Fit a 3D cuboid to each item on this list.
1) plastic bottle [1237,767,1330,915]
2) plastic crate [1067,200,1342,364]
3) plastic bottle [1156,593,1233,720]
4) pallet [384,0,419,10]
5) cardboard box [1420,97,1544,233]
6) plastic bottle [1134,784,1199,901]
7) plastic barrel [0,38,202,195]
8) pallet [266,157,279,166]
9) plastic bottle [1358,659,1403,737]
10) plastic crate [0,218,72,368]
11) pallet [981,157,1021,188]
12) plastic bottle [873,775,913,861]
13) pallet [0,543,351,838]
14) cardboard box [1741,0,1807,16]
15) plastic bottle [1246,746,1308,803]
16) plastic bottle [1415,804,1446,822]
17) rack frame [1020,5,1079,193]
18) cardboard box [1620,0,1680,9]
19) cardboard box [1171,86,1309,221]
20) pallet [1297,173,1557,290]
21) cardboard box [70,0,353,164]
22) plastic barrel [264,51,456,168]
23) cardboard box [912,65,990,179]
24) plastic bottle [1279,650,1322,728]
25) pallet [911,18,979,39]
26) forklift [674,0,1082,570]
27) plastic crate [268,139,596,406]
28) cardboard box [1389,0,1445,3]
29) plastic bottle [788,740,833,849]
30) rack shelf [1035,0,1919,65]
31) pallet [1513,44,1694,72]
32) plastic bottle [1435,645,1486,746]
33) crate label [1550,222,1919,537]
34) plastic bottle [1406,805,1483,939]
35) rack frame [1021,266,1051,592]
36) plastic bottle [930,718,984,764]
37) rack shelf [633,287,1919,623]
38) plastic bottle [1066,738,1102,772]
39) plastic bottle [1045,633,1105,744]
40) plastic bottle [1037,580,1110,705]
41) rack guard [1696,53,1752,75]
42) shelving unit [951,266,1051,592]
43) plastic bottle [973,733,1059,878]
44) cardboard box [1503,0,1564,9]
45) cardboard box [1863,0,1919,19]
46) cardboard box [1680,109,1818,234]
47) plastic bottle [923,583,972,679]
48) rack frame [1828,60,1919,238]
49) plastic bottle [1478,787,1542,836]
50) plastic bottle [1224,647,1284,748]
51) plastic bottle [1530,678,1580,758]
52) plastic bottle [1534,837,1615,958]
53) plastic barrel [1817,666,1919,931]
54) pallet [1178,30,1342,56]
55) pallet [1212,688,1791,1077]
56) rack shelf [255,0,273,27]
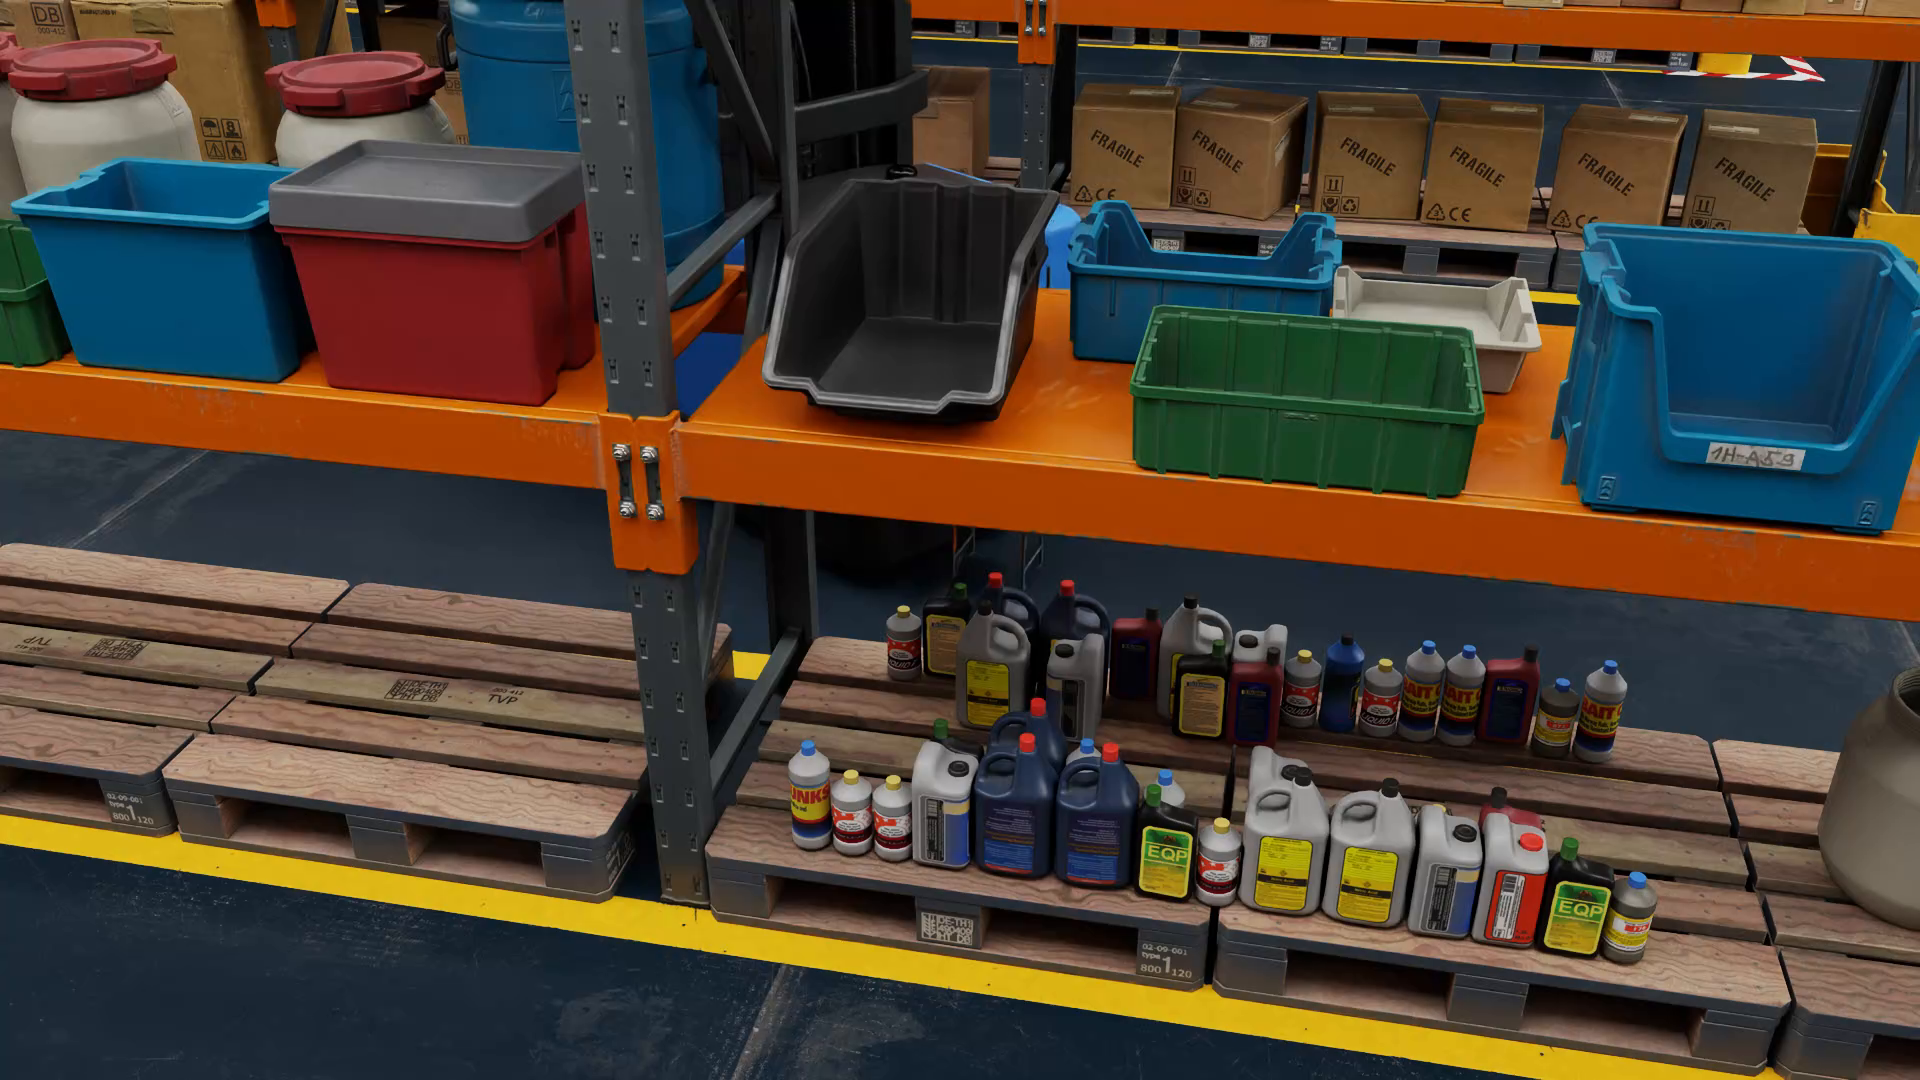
[{"bbox_3d":[0.730,0.658,3.725,0.185,0.351,0.144,6,29,10],"label":"plastic bottle"},{"bbox_3d":[0.565,-0.600,3.877,0.616,0.251,0.499,6,29,11],"label":"plastic crate"},{"bbox_3d":[0.620,0.301,4.377,0.185,0.351,0.144,6,29,10],"label":"plastic bottle"},{"bbox_3d":[-4.270,-4.674,14.068,1.213,0.211,1.003,6,29,11],"label":"pallet"},{"bbox_3d":[2.565,-1.847,8.166,0.500,0.500,0.500,9,30,15],"label":"cardboard box"},{"bbox_3d":[0.467,0.681,3.753,0.133,0.283,0.061,7,30,13],"label":"plastic bottle"},{"bbox_3d":[-2.181,-0.981,4.276,0.433,0.535,0.433,0,29,0],"label":"plastic barrel"},{"bbox_3d":[-4.206,-2.267,9.671,1.213,0.211,1.003,6,29,11],"label":"pallet"},{"bbox_3d":[1.100,0.404,4.344,0.097,0.201,0.097,0,29,0],"label":"plastic bottle"},{"bbox_3d":[-2.336,-0.598,3.939,0.662,0.188,0.450,6,29,11],"label":"plastic crate"},{"bbox_3d":[-0.301,-1.829,8.871,1.213,0.211,1.003,6,29,11],"label":"pallet"},{"bbox_3d":[-0.155,0.644,3.906,0.097,0.201,0.097,0,29,0],"label":"plastic bottle"},{"bbox_3d":[-2.546,0.393,4.813,1.213,0.211,1.003,6,29,11],"label":"pallet"},{"bbox_3d":[3.551,-2.421,7.311,0.250,0.149,0.380,6,29,11],"label":"cardboard box"},{"bbox_3d":[0.736,0.618,3.875,0.135,0.276,0.152,6,29,11],"label":"plastic bottle"},{"bbox_3d":[1.082,0.696,3.811,0.097,0.201,0.097,0,29,0],"label":"plastic bottle"},{"bbox_3d":[0.461,-2.975,8.060,0.127,3.000,1.000,6,29,11],"label":"rack frame"},{"bbox_3d":[3.074,-2.498,7.451,0.250,0.149,0.380,6,29,11],"label":"cardboard box"},{"bbox_3d":[1.405,-1.950,8.353,0.500,0.500,0.500,16,32,26],"label":"cardboard box"},{"bbox_3d":[2.322,-1.580,8.415,1.213,0.211,1.003,6,29,11],"label":"pallet"},{"bbox_3d":[-4.122,-2.707,9.346,0.875,0.875,1.225,5,29,8],"label":"cardboard box"},{"bbox_3d":[-1.463,-0.907,4.142,0.433,0.535,0.433,0,29,0],"label":"plastic barrel"},{"bbox_3d":[-0.135,-2.143,8.685,0.500,0.500,0.700,4,29,7],"label":"cardboard box"},{"bbox_3d":[0.899,0.384,4.381,0.097,0.201,0.097,0,29,0],"label":"plastic bottle"},{"bbox_3d":[-0.372,-4.234,13.264,1.213,0.211,1.003,6,29,11],"label":"pallet"},{"bbox_3d":[-0.946,-1.806,5.997,1.130,2.935,3.031,-24,37,-37],"label":"forklift"},{"bbox_3d":[-1.111,-0.582,3.622,0.583,0.464,0.402,6,29,11],"label":"plastic crate"},{"bbox_3d":[2.078,-2.558,7.560,0.250,0.149,0.380,6,29,11],"label":"cardboard box"},{"bbox_3d":[-0.353,0.593,3.926,0.097,0.271,0.097,0,29,0],"label":"plastic bottle"},{"bbox_3d":[2.417,-2.459,7.866,4.000,0.370,1.077,6,29,11],"label":"rack shelf"},{"bbox_3d":[4.709,-3.713,12.312,1.213,0.211,1.003,6,29,11],"label":"pallet"},{"bbox_3d":[1.295,0.394,4.290,0.097,0.271,0.097,0,29,0],"label":"plastic bottle"},{"bbox_3d":[1.482,-0.321,3.175,0.616,0.435,0.502,6,29,11],"label":"crate label"},{"bbox_3d":[1.074,0.724,3.682,0.135,0.276,0.152,5,29,9],"label":"plastic bottle"},{"bbox_3d":[0.239,-0.333,5.266,0.008,1.050,0.200,11,30,18],"label":"rack frame"},{"bbox_3d":[-0.010,0.557,3.979,0.133,0.283,0.061,6,29,11],"label":"plastic bottle"},{"bbox_3d":[1.382,-0.133,3.618,4.000,0.370,1.077,6,29,11],"label":"rack shelf"},{"bbox_3d":[0.296,0.589,3.934,0.097,0.271,0.097,0,29,0],"label":"plastic bottle"},{"bbox_3d":[0.298,0.374,4.322,0.135,0.276,0.152,6,29,11],"label":"plastic bottle"},{"bbox_3d":[0.304,0.269,4.436,0.185,0.351,0.144,4,29,8],"label":"plastic bottle"},{"bbox_3d":[5.531,-3.794,12.159,0.348,0.500,1.175,6,29,11],"label":"rack guard"},{"bbox_3d":[0.125,-0.355,5.304,0.252,1.050,0.215,11,30,18],"label":"shelving unit"},{"bbox_3d":[0.129,0.596,3.838,0.185,0.351,0.144,7,29,12],"label":"plastic bottle"},{"bbox_3d":[2.562,-2.496,7.447,0.250,0.149,0.380,6,29,11],"label":"cardboard box"},{"bbox_3d":[4.051,-2.395,7.263,0.250,0.149,0.380,6,29,11],"label":"cardboard box"},{"bbox_3d":[3.765,-1.732,7.955,0.500,0.500,0.500,11,31,20],"label":"cardboard box"},{"bbox_3d":[-0.034,0.243,4.553,0.133,0.283,0.061,7,30,13],"label":"plastic bottle"},{"bbox_3d":[4.373,-2.574,7.327,0.127,3.000,1.000,6,29,11],"label":"rack frame"},{"bbox_3d":[1.232,0.684,3.747,0.133,0.283,0.061,6,29,11],"label":"plastic bottle"},{"bbox_3d":[0.756,0.399,4.268,0.133,0.283,0.061,6,29,11],"label":"plastic bottle"},{"bbox_3d":[1.529,0.448,4.263,0.097,0.201,0.097,0,29,0],"label":"plastic bottle"},{"bbox_3d":[1.333,0.770,3.591,0.133,0.283,0.061,7,29,12],"label":"plastic bottle"},{"bbox_3d":[2.189,0.579,3.722,0.421,0.512,0.421,0,29,0],"label":"plastic barrel"},{"bbox_3d":[2.323,-3.958,12.759,1.213,0.211,1.003,6,29,11],"label":"pallet"},{"bbox_3d":[1.271,0.783,4.100,1.213,0.211,1.003,6,29,11],"label":"pallet"},{"bbox_3d":[-5.407,-3.261,9.332,4.000,0.370,1.077,6,29,11],"label":"rack shelf"}]
